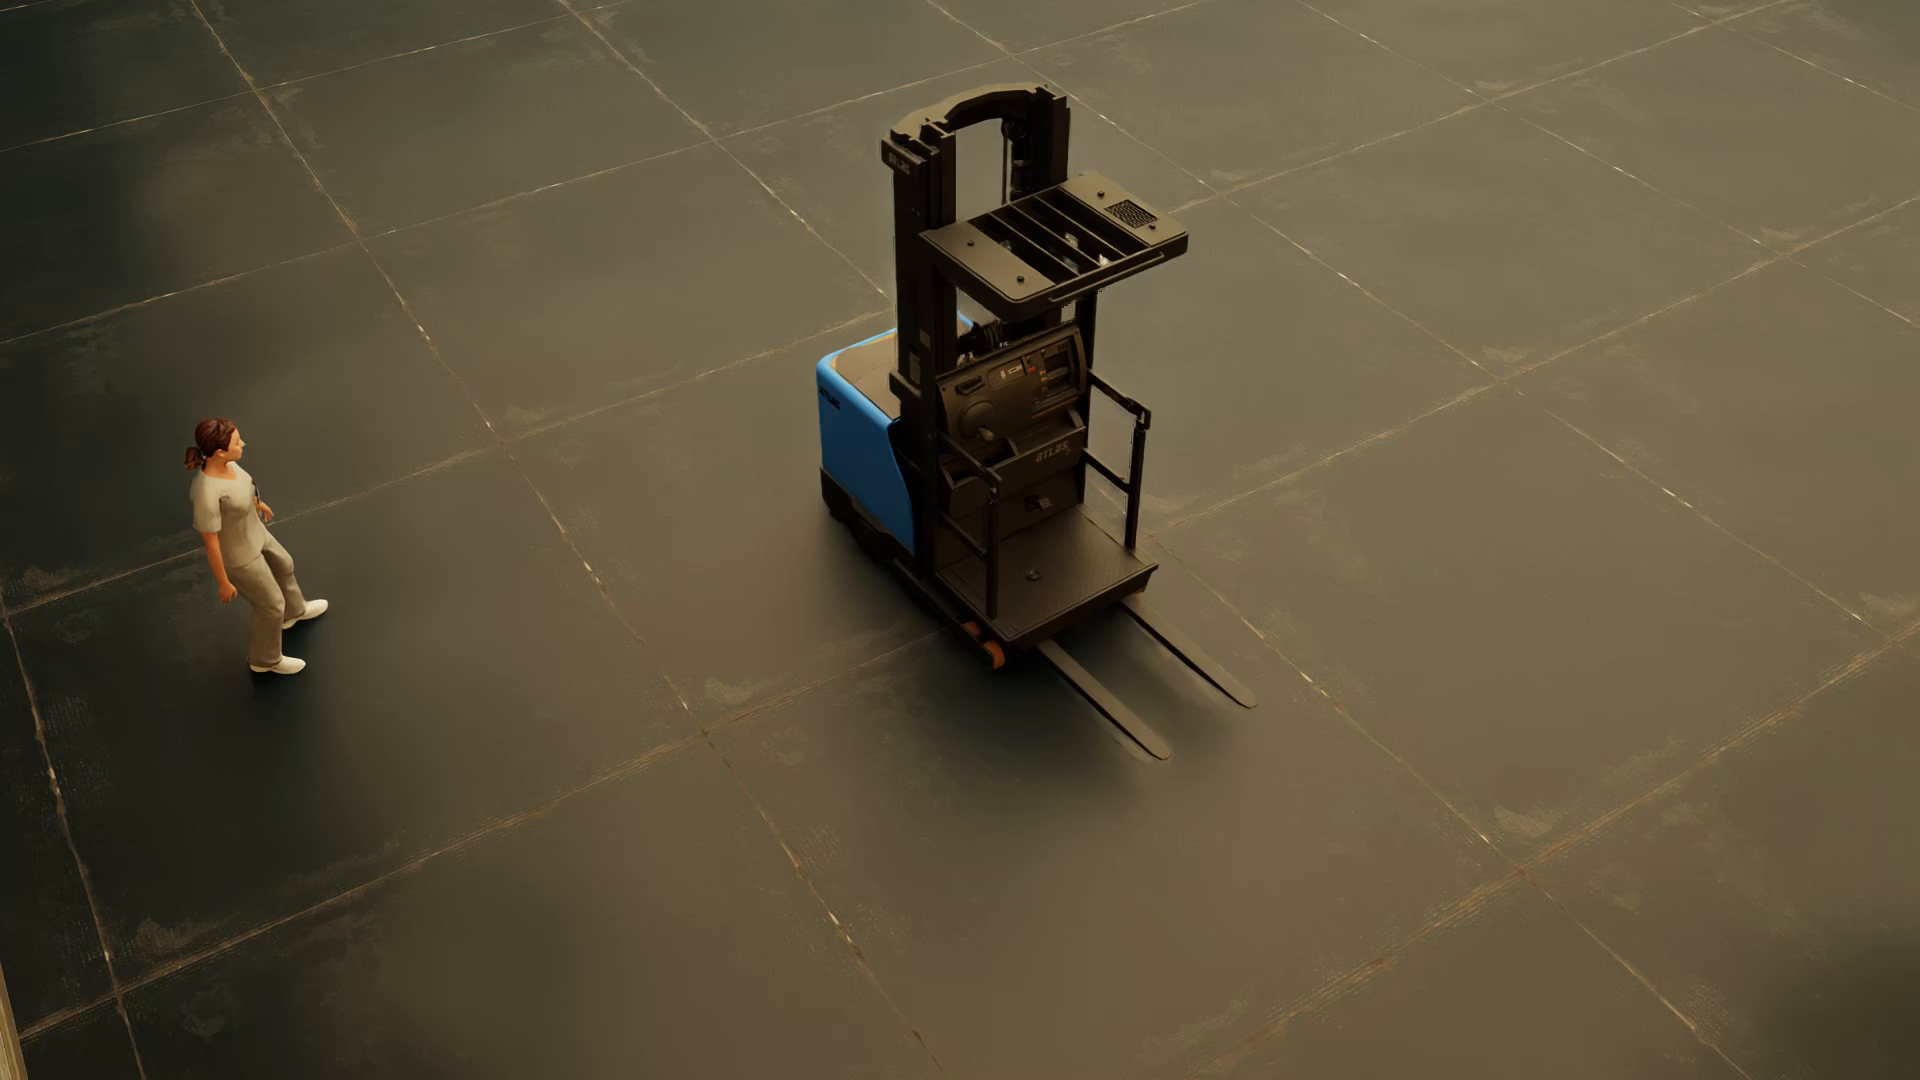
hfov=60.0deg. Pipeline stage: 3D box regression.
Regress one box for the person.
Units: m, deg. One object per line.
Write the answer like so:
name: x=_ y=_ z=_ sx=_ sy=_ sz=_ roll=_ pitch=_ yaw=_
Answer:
person: x=-3.790 y=0.012 z=8.839 sx=0.367 sy=1.644 sz=0.738 roll=-6 pitch=41 yaw=-7

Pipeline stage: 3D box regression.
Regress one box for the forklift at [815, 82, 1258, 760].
forklift: x=0.414 y=-0.748 z=8.727 sx=1.130 sy=2.935 sz=3.031 roll=-26 pitch=47 yaw=-26
